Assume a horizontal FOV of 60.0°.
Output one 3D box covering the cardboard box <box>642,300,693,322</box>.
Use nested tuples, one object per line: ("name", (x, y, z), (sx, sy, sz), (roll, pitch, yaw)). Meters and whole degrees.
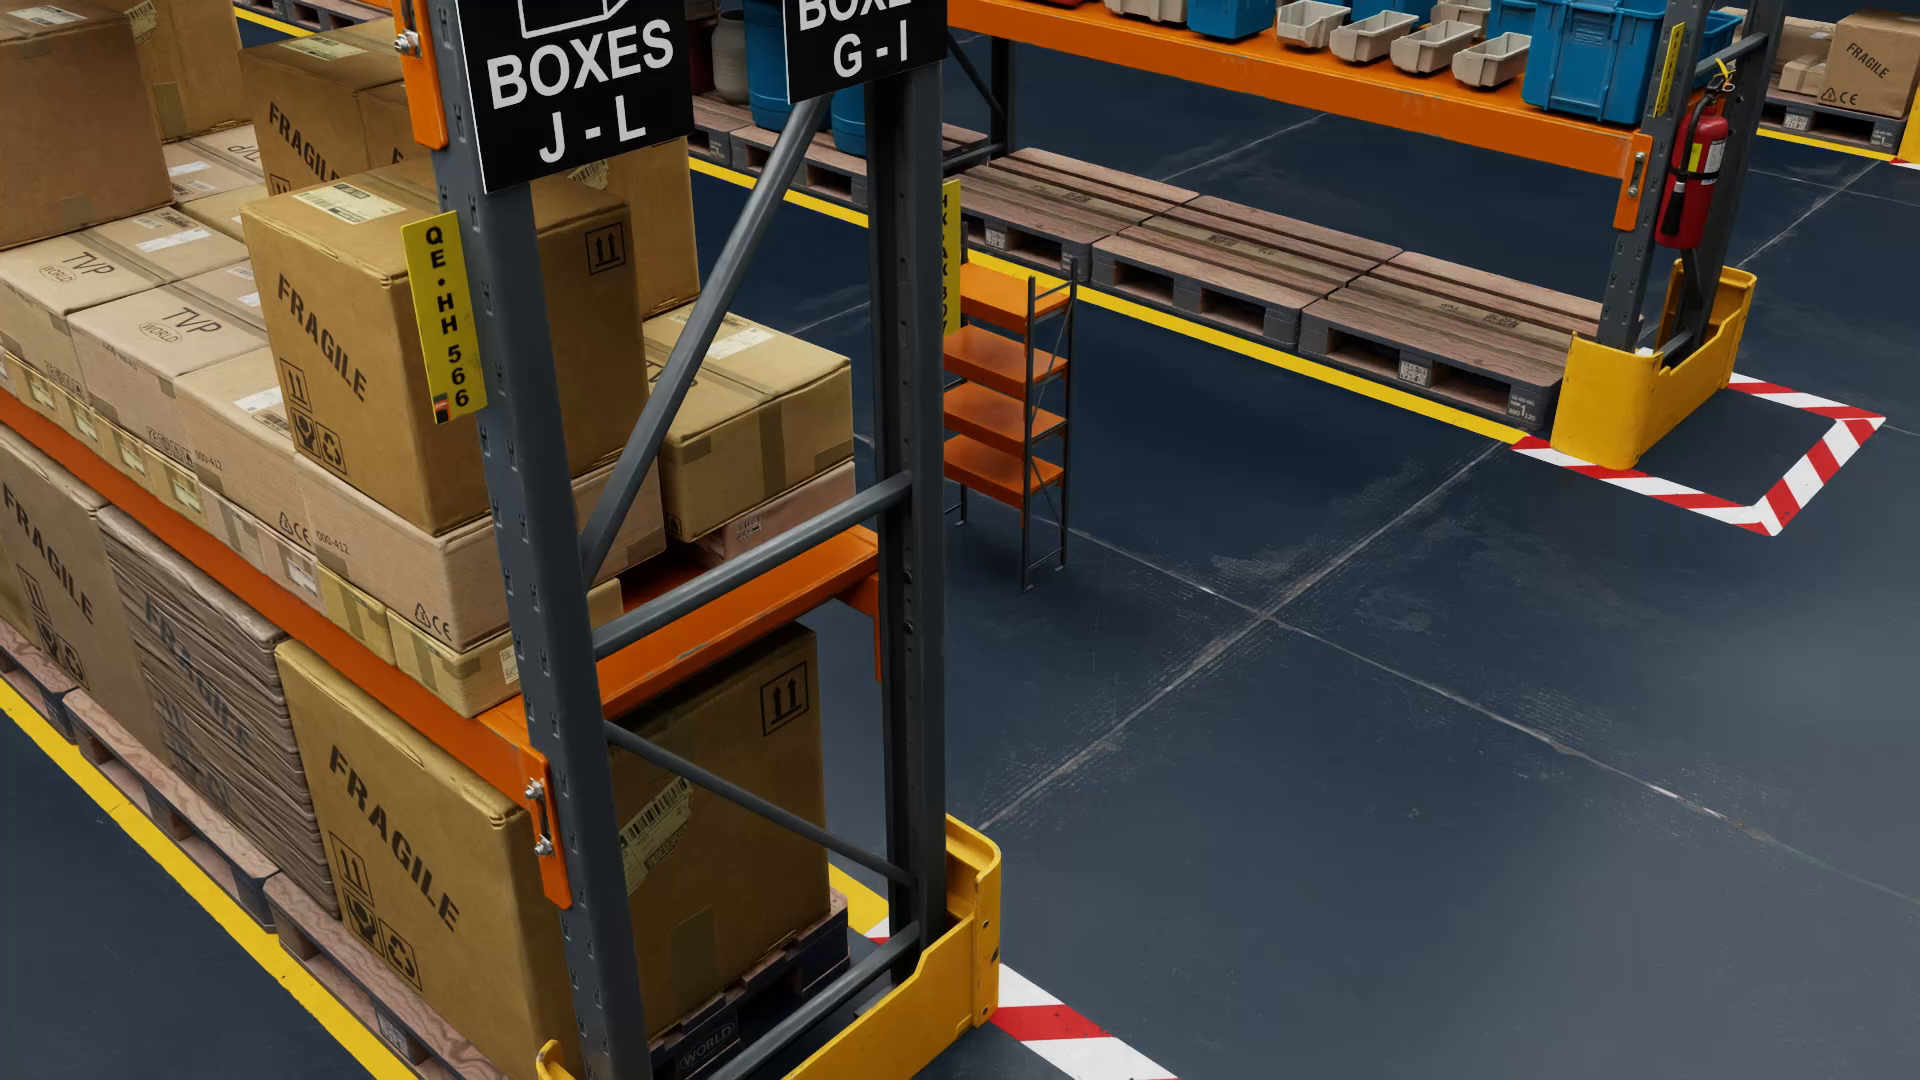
("cardboard box", (-0.976, -0.453, 3.952), (0.500, 0.250, 0.500), (24, 39, 35))

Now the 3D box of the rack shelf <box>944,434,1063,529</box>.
("rack shelf", (0.123, -0.229, 5.982), (0.480, 0.148, 0.258), (25, 39, 35))

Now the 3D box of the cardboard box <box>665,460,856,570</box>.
("cardboard box", (-0.453, -0.085, 3.726), (0.250, 0.149, 0.380), (26, 39, 36))

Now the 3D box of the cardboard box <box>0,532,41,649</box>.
("cardboard box", (-2.941, -0.338, 5.557), (0.875, 0.875, 0.875), (25, 39, 35))

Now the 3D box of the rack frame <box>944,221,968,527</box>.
("rack frame", (-0.058, -0.541, 5.986), (0.015, 1.200, 0.240), (25, 39, 35))

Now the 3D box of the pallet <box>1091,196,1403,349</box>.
("pallet", (1.427, -1.365, 8.313), (1.213, 0.211, 1.003), (25, 39, 35))

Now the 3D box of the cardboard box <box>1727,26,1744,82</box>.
("cardboard box", (4.986, -3.175, 10.855), (0.500, 0.250, 0.500), (25, 39, 35))

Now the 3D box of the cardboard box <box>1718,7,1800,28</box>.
("cardboard box", (5.285, -3.383, 11.201), (0.500, 0.250, 0.500), (25, 39, 35))

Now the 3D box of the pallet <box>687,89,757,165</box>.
("pallet", (-1.506, -2.732, 10.584), (1.213, 0.211, 1.003), (25, 39, 35))

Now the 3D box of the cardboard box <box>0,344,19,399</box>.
("cardboard box", (-2.419, -0.542, 4.486), (0.250, 0.149, 0.380), (26, 39, 36))

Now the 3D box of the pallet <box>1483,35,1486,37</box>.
("pallet", (3.782, -3.682, 12.161), (1.213, 0.211, 1.003), (25, 39, 35))

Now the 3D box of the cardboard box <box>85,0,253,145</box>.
("cardboard box", (-2.488, -1.480, 4.931), (0.500, 0.500, 0.500), (25, 39, 36))

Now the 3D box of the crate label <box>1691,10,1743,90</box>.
("crate label", (2.950, -2.003, 6.772), (0.303, 0.233, 0.416), (25, 39, 35))

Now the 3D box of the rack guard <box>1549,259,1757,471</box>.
("rack guard", (2.939, -0.763, 7.033), (0.348, 0.500, 1.175), (25, 39, 35))

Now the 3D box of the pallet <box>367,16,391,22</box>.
("pallet", (-3.567, -3.694, 12.182), (1.213, 0.211, 1.003), (25, 39, 35))

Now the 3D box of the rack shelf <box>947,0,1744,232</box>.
("rack shelf", (1.430, -2.221, 7.729), (4.000, 0.370, 1.077), (25, 39, 35))

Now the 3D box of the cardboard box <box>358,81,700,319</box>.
("cardboard box", (-0.957, -0.770, 3.751), (0.500, 0.500, 0.500), (24, 38, 34))

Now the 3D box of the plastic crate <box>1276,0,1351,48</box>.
("plastic crate", (1.526, -2.251, 7.279), (0.250, 0.136, 0.298), (25, 39, 35))

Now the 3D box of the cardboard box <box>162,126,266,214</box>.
("cardboard box", (-2.109, -0.984, 4.833), (0.500, 0.250, 0.500), (26, 40, 36))

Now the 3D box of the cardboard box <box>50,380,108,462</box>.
("cardboard box", (-2.029, -0.362, 4.187), (0.250, 0.149, 0.380), (26, 40, 36))

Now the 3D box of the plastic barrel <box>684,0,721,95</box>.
("plastic barrel", (-1.808, -3.199, 10.587), (0.708, 0.588, 0.600), (25, 39, 35))

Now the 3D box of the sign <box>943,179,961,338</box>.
("sign", (-0.034, -0.558, 3.353), (0.005, 0.325, 0.100), (25, 39, 35))

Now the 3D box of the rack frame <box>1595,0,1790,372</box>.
("rack frame", (2.912, -1.837, 6.394), (0.127, 3.000, 1.000), (25, 39, 35))

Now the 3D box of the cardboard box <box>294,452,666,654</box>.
("cardboard box", (-0.949, -0.073, 3.319), (0.500, 0.250, 0.500), (24, 39, 34))

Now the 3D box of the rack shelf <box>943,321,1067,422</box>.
("rack shelf", (0.123, -0.591, 5.765), (0.480, 0.148, 0.258), (25, 39, 35))

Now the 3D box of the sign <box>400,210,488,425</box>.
("sign", (-0.786, -0.338, 2.551), (0.005, 0.325, 0.100), (25, 39, 35))

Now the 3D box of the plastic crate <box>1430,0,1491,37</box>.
("plastic crate", (2.265, -2.339, 7.424), (0.298, 0.136, 0.250), (25, 39, 35))

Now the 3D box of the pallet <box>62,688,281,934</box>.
("pallet", (-1.957, 0.582, 5.078), (1.213, 0.211, 1.003), (25, 39, 35))

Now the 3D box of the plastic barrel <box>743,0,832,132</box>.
("plastic barrel", (-0.970, -2.942, 9.857), (0.708, 0.901, 0.600), (25, 39, 35))

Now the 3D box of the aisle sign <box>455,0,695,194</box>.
("aisle sign", (-0.559, -0.917, 2.345), (0.004, 0.787, 0.394), (25, 39, 35))

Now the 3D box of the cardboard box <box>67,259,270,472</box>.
("cardboard box", (-1.702, -0.425, 3.904), (0.500, 0.250, 0.500), (24, 38, 34))

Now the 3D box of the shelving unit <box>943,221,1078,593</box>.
("shelving unit", (0.123, -0.457, 5.845), (0.503, 1.200, 0.258), (25, 39, 35))

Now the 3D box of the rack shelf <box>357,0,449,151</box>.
("rack shelf", (-1.894, -1.612, 3.809), (4.000, 0.370, 1.077), (25, 39, 35))

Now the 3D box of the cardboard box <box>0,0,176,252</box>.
("cardboard box", (-2.444, -1.097, 4.294), (0.500, 0.500, 0.500), (24, 38, 34))

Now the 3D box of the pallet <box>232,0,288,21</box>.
("pallet", (-5.376, -4.539, 13.585), (1.213, 0.211, 1.003), (25, 39, 35))

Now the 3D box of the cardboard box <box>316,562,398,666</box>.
("cardboard box", (-1.090, 0.078, 3.456), (0.250, 0.149, 0.380), (25, 39, 36))

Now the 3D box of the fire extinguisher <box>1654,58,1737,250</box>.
("fire extinguisher", (2.719, -1.418, 6.134), (0.183, 0.674, 0.296), (25, 39, 35))

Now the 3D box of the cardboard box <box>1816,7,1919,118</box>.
("cardboard box", (5.671, -2.942, 10.225), (0.500, 0.500, 0.500), (25, 39, 35))

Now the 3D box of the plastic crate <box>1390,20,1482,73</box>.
("plastic crate", (1.981, -2.069, 6.976), (0.243, 0.136, 0.396), (25, 39, 35))

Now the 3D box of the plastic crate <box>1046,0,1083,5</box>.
("plastic crate", (0.440, -2.870, 7.989), (0.583, 0.464, 0.402), (25, 39, 35))

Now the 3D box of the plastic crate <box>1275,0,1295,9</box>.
("plastic crate", (1.440, -2.647, 7.936), (0.466, 0.136, 0.293), (25, 39, 35))

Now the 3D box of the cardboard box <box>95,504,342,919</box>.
("cardboard box", (-1.614, 0.281, 4.527), (0.875, 0.875, 0.875), (25, 39, 35))
